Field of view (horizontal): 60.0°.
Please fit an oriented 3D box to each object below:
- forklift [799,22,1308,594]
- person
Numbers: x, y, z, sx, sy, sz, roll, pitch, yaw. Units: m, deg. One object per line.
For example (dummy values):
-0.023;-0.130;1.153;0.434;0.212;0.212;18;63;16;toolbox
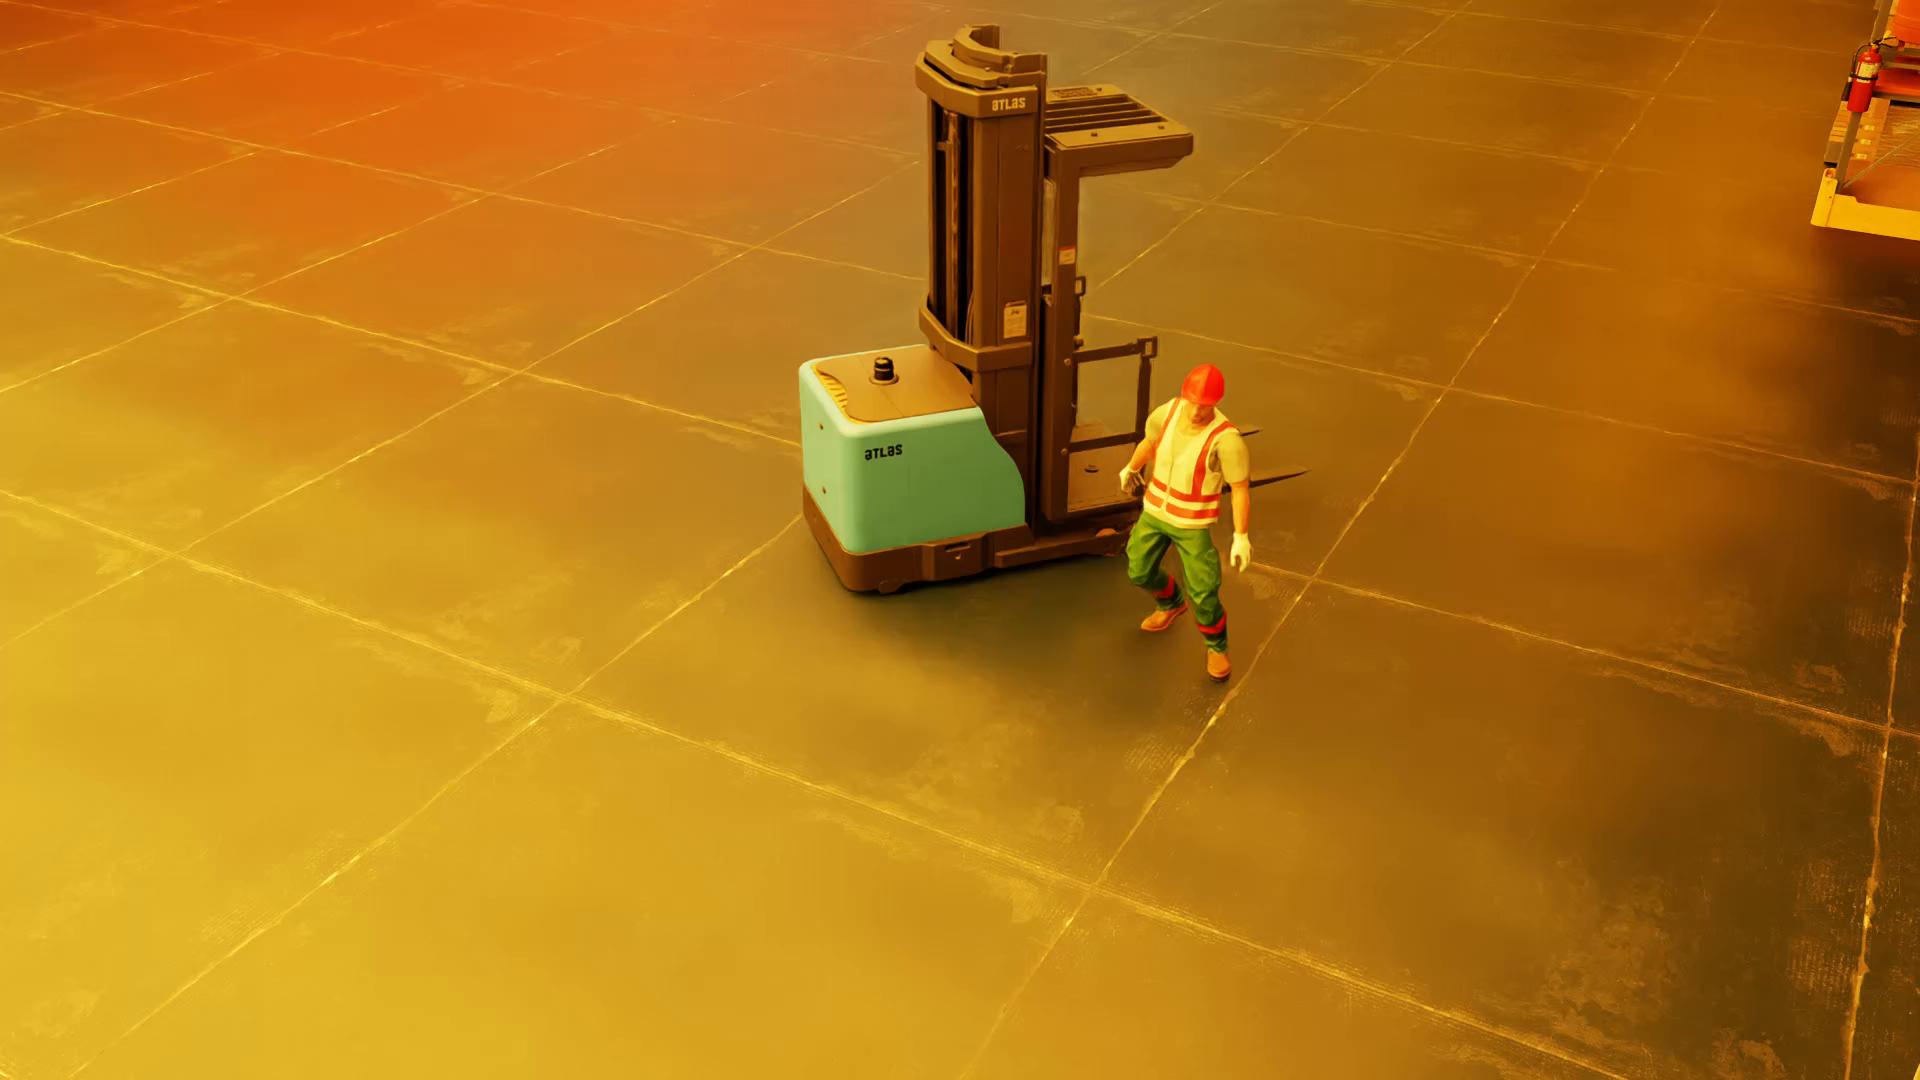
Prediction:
0.623;-1.407;9.508;3.031;2.935;1.130;-10;32;-17;forklift
1.159;-0.183;8.620;0.493;1.702;0.894;-26;39;-38;person
